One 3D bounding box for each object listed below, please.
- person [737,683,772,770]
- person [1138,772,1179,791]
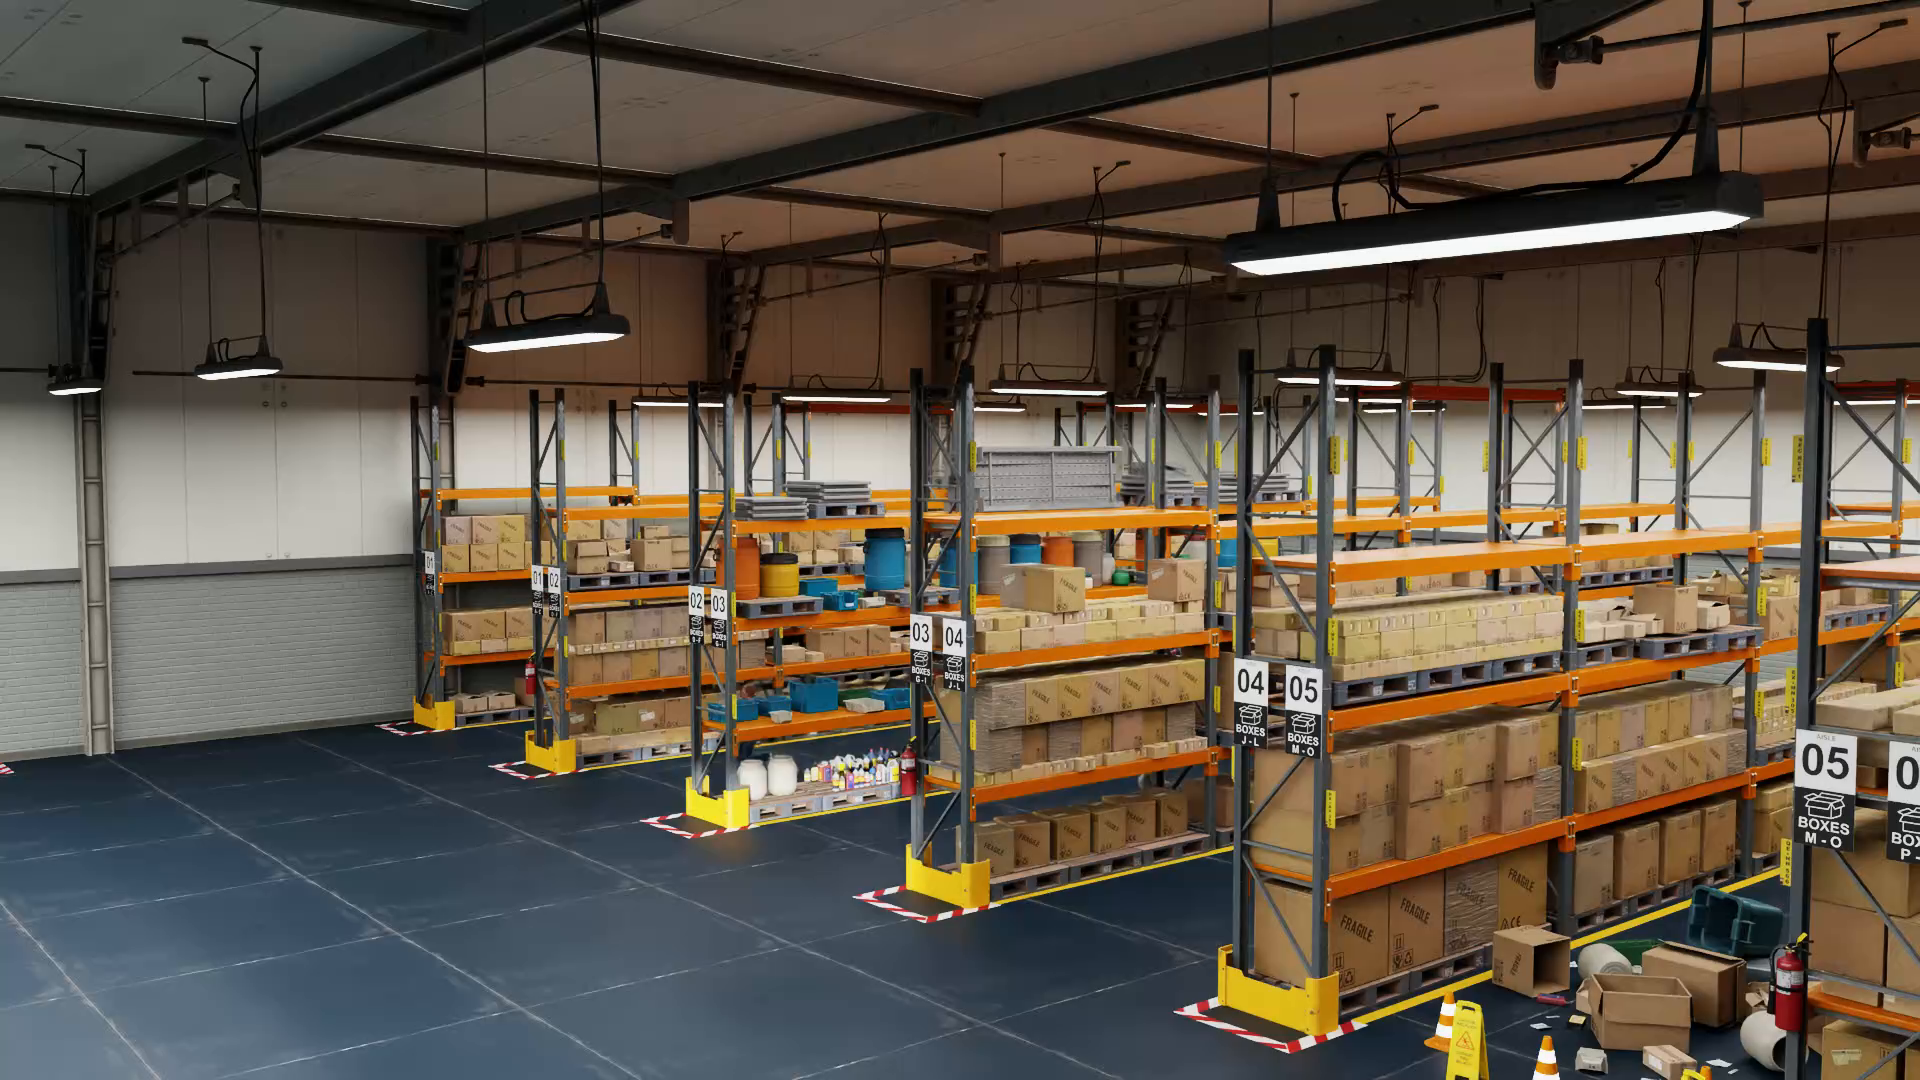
[{"bbox_3d":[-3.141,2.929,25.081,0.580,1.547,0.562,-3,5,-43],"label":"person"},{"bbox_3d":[2.718,2.947,23.004,0.694,1.722,0.704,-3,5,-44],"label":"person"}]
